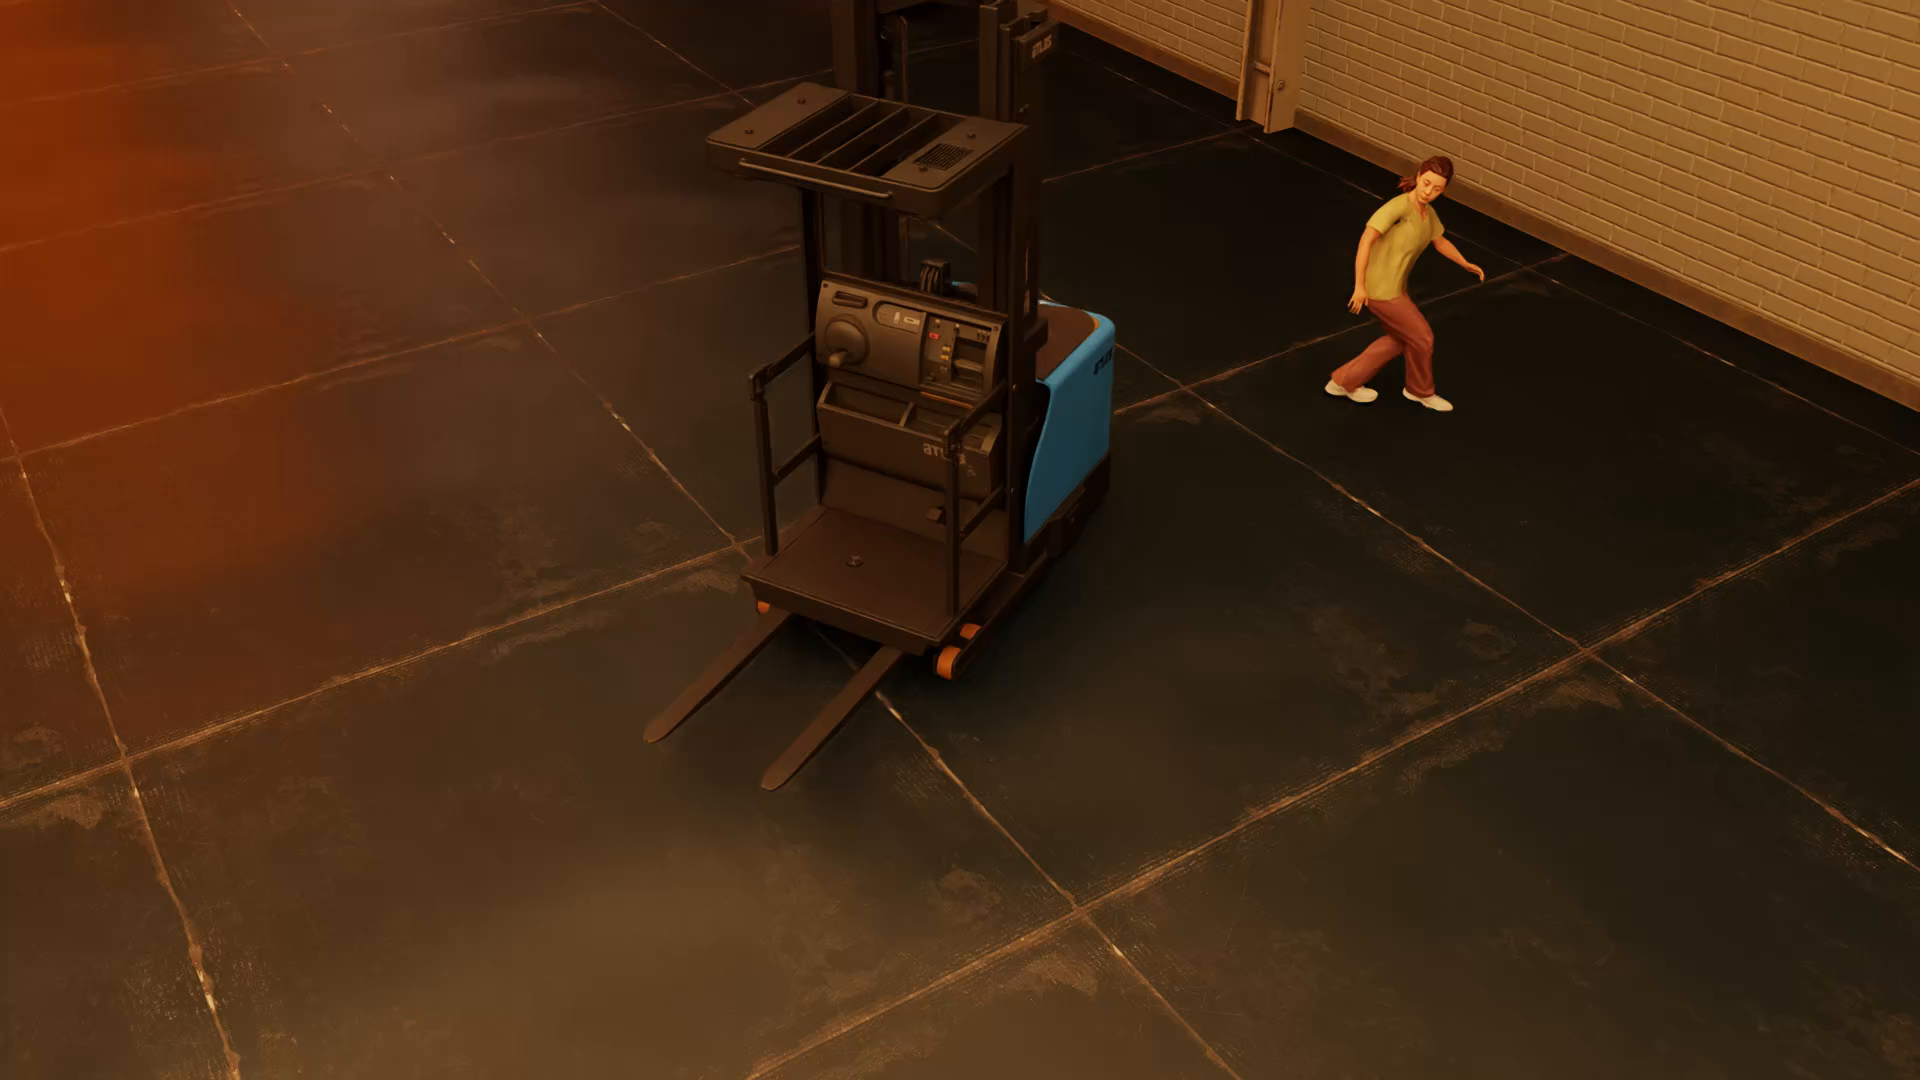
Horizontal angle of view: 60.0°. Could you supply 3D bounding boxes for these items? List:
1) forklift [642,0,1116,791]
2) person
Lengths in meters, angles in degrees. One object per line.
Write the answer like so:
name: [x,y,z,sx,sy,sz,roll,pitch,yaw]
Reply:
forklift: [-0.341,-0.841,7.344,1.130,2.935,3.031,17,39,23]
person: [2.515,-1.374,9.339,0.769,1.549,0.726,13,37,18]
